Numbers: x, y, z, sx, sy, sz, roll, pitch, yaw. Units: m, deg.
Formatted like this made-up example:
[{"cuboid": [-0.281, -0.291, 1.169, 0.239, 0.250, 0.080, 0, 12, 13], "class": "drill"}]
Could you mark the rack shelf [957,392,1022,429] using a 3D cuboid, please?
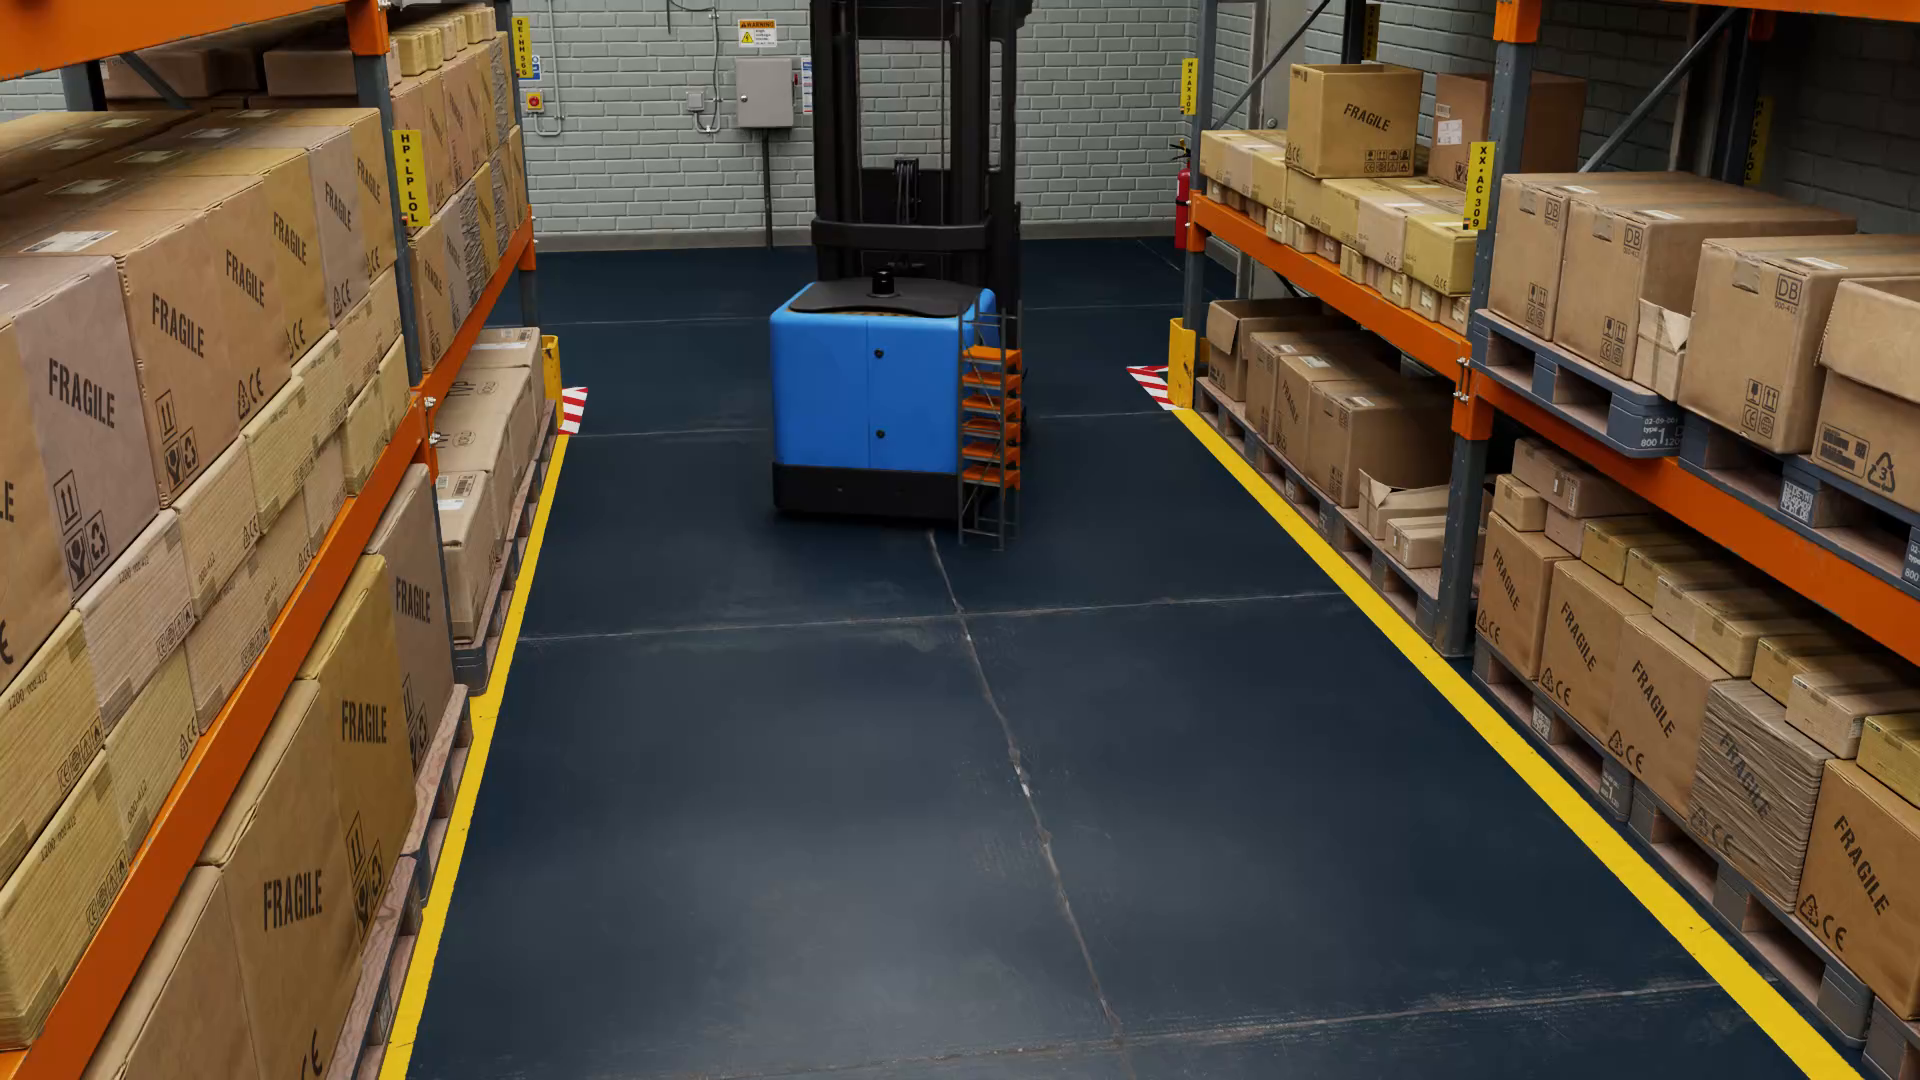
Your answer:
[{"cuboid": [0.142, -0.621, 7.947, 0.258, 0.103, 0.180, 9, 22, 24], "class": "rack shelf"}]

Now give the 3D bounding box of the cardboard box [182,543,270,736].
[{"cuboid": [-1.828, 0.211, 3.579, 0.500, 0.250, 0.500, -2, 21, -6], "class": "cardboard box"}]

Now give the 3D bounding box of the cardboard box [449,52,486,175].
[{"cuboid": [-2.450, -1.924, 7.508, 0.500, 0.500, 0.500, -3, 21, -8], "class": "cardboard box"}]

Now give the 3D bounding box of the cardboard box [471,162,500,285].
[{"cuboid": [-2.438, -1.451, 7.672, 0.500, 0.500, 0.500, -2, 21, -6], "class": "cardboard box"}]

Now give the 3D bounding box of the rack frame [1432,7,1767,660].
[{"cuboid": [2.490, -0.955, 6.487, 1.000, 3.000, 0.127, -3, 21, -8], "class": "rack frame"}]

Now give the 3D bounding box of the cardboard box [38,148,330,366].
[{"cuboid": [-1.973, -0.721, 4.289, 0.500, 0.500, 0.500, -2, 21, -6], "class": "cardboard box"}]

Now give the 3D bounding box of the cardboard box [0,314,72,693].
[{"cuboid": [-1.674, -0.017, 2.403, 0.500, 0.500, 0.500, -4, 21, -10], "class": "cardboard box"}]

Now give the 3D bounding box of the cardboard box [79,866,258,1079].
[{"cuboid": [-1.862, 1.237, 3.055, 0.875, 0.875, 0.875, -3, 21, -8], "class": "cardboard box"}]

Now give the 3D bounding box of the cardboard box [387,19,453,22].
[{"cuboid": [-2.490, -2.263, 7.488, 0.380, 0.149, 0.250, -2, 21, -6], "class": "cardboard box"}]

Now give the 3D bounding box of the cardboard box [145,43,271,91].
[{"cuboid": [-2.711, -1.710, 6.009, 0.380, 0.149, 0.250, -2, 21, -6], "class": "cardboard box"}]

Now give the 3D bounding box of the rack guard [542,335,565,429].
[{"cuboid": [-3.001, -0.926, 9.980, 1.175, 0.500, 0.348, -3, 21, -8], "class": "rack guard"}]

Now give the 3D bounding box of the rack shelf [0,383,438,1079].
[{"cuboid": [-2.133, 0.326, 4.085, 1.077, 0.370, 4.000, -3, 21, -8], "class": "rack shelf"}]

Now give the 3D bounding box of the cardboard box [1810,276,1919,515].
[{"cuboid": [2.648, -0.371, 4.175, 0.797, 0.503, 0.637, -3, 21, -9], "class": "cardboard box"}]

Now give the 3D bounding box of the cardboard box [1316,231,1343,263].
[{"cuboid": [1.989, -1.470, 8.225, 0.380, 0.149, 0.250, -3, 21, -8], "class": "cardboard box"}]

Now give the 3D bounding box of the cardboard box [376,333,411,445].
[{"cuboid": [-2.107, -0.491, 5.457, 0.500, 0.250, 0.500, -3, 21, -9], "class": "cardboard box"}]

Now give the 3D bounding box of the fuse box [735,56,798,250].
[{"cuboid": [-1.734, -3.491, 15.119, 0.539, 1.711, 0.414, -3, 21, -8], "class": "fuse box"}]

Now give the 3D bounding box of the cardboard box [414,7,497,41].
[{"cuboid": [-2.567, -2.622, 8.449, 0.380, 0.149, 0.250, -3, 21, -8], "class": "cardboard box"}]

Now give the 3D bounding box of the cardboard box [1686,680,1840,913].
[{"cuboid": [2.560, 0.735, 4.934, 0.500, 0.500, 0.500, -4, 21, -10], "class": "cardboard box"}]

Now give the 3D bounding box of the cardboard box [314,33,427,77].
[{"cuboid": [-2.317, -1.909, 6.540, 0.380, 0.149, 0.250, -3, 21, -8], "class": "cardboard box"}]

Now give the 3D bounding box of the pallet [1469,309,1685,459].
[{"cuboid": [2.497, -0.583, 5.765, 1.003, 0.211, 1.213, -3, 21, -8], "class": "pallet"}]

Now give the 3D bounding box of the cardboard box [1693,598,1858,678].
[{"cuboid": [2.529, 0.302, 5.166, 0.380, 0.149, 0.250, -2, 21, -6], "class": "cardboard box"}]

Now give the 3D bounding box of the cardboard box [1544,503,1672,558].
[{"cuboid": [2.395, -0.055, 6.122, 0.380, 0.149, 0.250, -3, 21, -9], "class": "cardboard box"}]

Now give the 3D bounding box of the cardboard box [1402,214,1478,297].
[{"cuboid": [2.175, -1.188, 6.900, 0.500, 0.250, 0.500, -2, 21, -6], "class": "cardboard box"}]

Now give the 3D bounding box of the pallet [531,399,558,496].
[{"cuboid": [-2.805, -0.509, 9.278, 1.003, 0.211, 1.213, -3, 21, -8], "class": "pallet"}]

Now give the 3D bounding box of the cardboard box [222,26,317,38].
[{"cuboid": [-2.902, -2.059, 6.943, 0.380, 0.149, 0.250, -3, 21, -9], "class": "cardboard box"}]

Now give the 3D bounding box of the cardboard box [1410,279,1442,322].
[{"cuboid": [2.135, -1.024, 7.030, 0.380, 0.149, 0.250, -2, 21, -6], "class": "cardboard box"}]

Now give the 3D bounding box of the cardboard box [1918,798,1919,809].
[{"cuboid": [2.687, 0.662, 4.202, 0.380, 0.149, 0.250, -2, 21, -6], "class": "cardboard box"}]

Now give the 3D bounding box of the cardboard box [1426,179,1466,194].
[{"cuboid": [2.534, -1.561, 7.899, 0.500, 0.250, 0.500, -2, 21, -7], "class": "cardboard box"}]

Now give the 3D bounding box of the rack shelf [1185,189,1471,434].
[{"cuboid": [2.202, -1.311, 8.466, 1.077, 0.370, 4.000, -3, 21, -8], "class": "rack shelf"}]

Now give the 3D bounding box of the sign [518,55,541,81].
[{"cuboid": [-3.890, -4.185, 14.748, 0.327, 0.218, 0.001, -3, 21, -8], "class": "sign"}]

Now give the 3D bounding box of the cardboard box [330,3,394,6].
[{"cuboid": [-3.221, -2.771, 8.848, 0.380, 0.149, 0.250, -2, 21, -7], "class": "cardboard box"}]

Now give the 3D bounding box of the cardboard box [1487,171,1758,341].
[{"cuboid": [2.338, -1.020, 5.917, 0.700, 0.500, 0.500, -2, 21, -6], "class": "cardboard box"}]

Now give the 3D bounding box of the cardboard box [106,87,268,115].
[{"cuboid": [-2.763, -1.368, 6.020, 0.500, 0.500, 0.500, -3, 21, -8], "class": "cardboard box"}]

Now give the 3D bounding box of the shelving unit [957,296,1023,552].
[{"cuboid": [0.142, -0.550, 7.973, 0.258, 1.200, 0.189, 9, 22, 24], "class": "shelving unit"}]

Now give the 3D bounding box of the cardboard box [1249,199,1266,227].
[{"cuboid": [1.820, -1.829, 9.186, 0.380, 0.149, 0.250, -2, 21, -6], "class": "cardboard box"}]

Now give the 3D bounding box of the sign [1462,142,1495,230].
[{"cuboid": [1.954, -1.331, 6.255, 0.100, 0.325, 0.005, -3, 21, -8], "class": "sign"}]

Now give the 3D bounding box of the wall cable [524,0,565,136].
[{"cuboid": [-3.834, -4.530, 14.562, 0.585, 1.953, 0.123, -3, 21, -8], "class": "wall cable"}]

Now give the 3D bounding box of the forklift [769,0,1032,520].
[{"cuboid": [-0.205, -1.953, 9.255, 1.130, 2.935, 3.031, 3, 21, 9], "class": "forklift"}]

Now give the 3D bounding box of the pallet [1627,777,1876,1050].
[{"cuboid": [2.824, 1.054, 5.092, 1.003, 0.211, 1.213, -3, 21, -8], "class": "pallet"}]

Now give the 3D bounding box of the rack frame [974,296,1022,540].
[{"cuboid": [0.181, -0.579, 8.051, 0.240, 1.200, 0.006, 9, 22, 24], "class": "rack frame"}]

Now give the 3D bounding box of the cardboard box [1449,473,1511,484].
[{"cuboid": [2.566, -0.207, 7.958, 0.380, 0.149, 0.250, -3, 21, -8], "class": "cardboard box"}]

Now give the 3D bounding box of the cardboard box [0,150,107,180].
[{"cuboid": [-2.472, -0.703, 4.240, 0.500, 0.500, 0.500, -3, 21, -9], "class": "cardboard box"}]

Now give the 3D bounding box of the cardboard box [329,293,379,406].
[{"cuboid": [-2.038, -0.554, 4.913, 0.500, 0.250, 0.500, -2, 21, -6], "class": "cardboard box"}]

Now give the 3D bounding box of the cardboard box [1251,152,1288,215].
[{"cuboid": [1.861, -1.889, 8.775, 0.500, 0.250, 0.500, -3, 21, -9], "class": "cardboard box"}]

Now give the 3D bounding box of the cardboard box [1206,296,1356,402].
[{"cuboid": [1.908, -1.151, 9.978, 0.797, 0.503, 0.637, -4, 21, -10], "class": "cardboard box"}]

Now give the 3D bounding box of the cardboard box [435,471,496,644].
[{"cuboid": [-2.406, 0.077, 6.784, 0.875, 0.438, 0.875, -3, 21, -9], "class": "cardboard box"}]

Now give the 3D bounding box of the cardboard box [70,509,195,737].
[{"cuboid": [-1.747, 0.151, 3.026, 0.500, 0.250, 0.500, -2, 21, -6], "class": "cardboard box"}]

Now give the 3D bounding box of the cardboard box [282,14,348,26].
[{"cuboid": [-3.043, -2.409, 7.881, 0.380, 0.149, 0.250, -3, 21, -7], "class": "cardboard box"}]
